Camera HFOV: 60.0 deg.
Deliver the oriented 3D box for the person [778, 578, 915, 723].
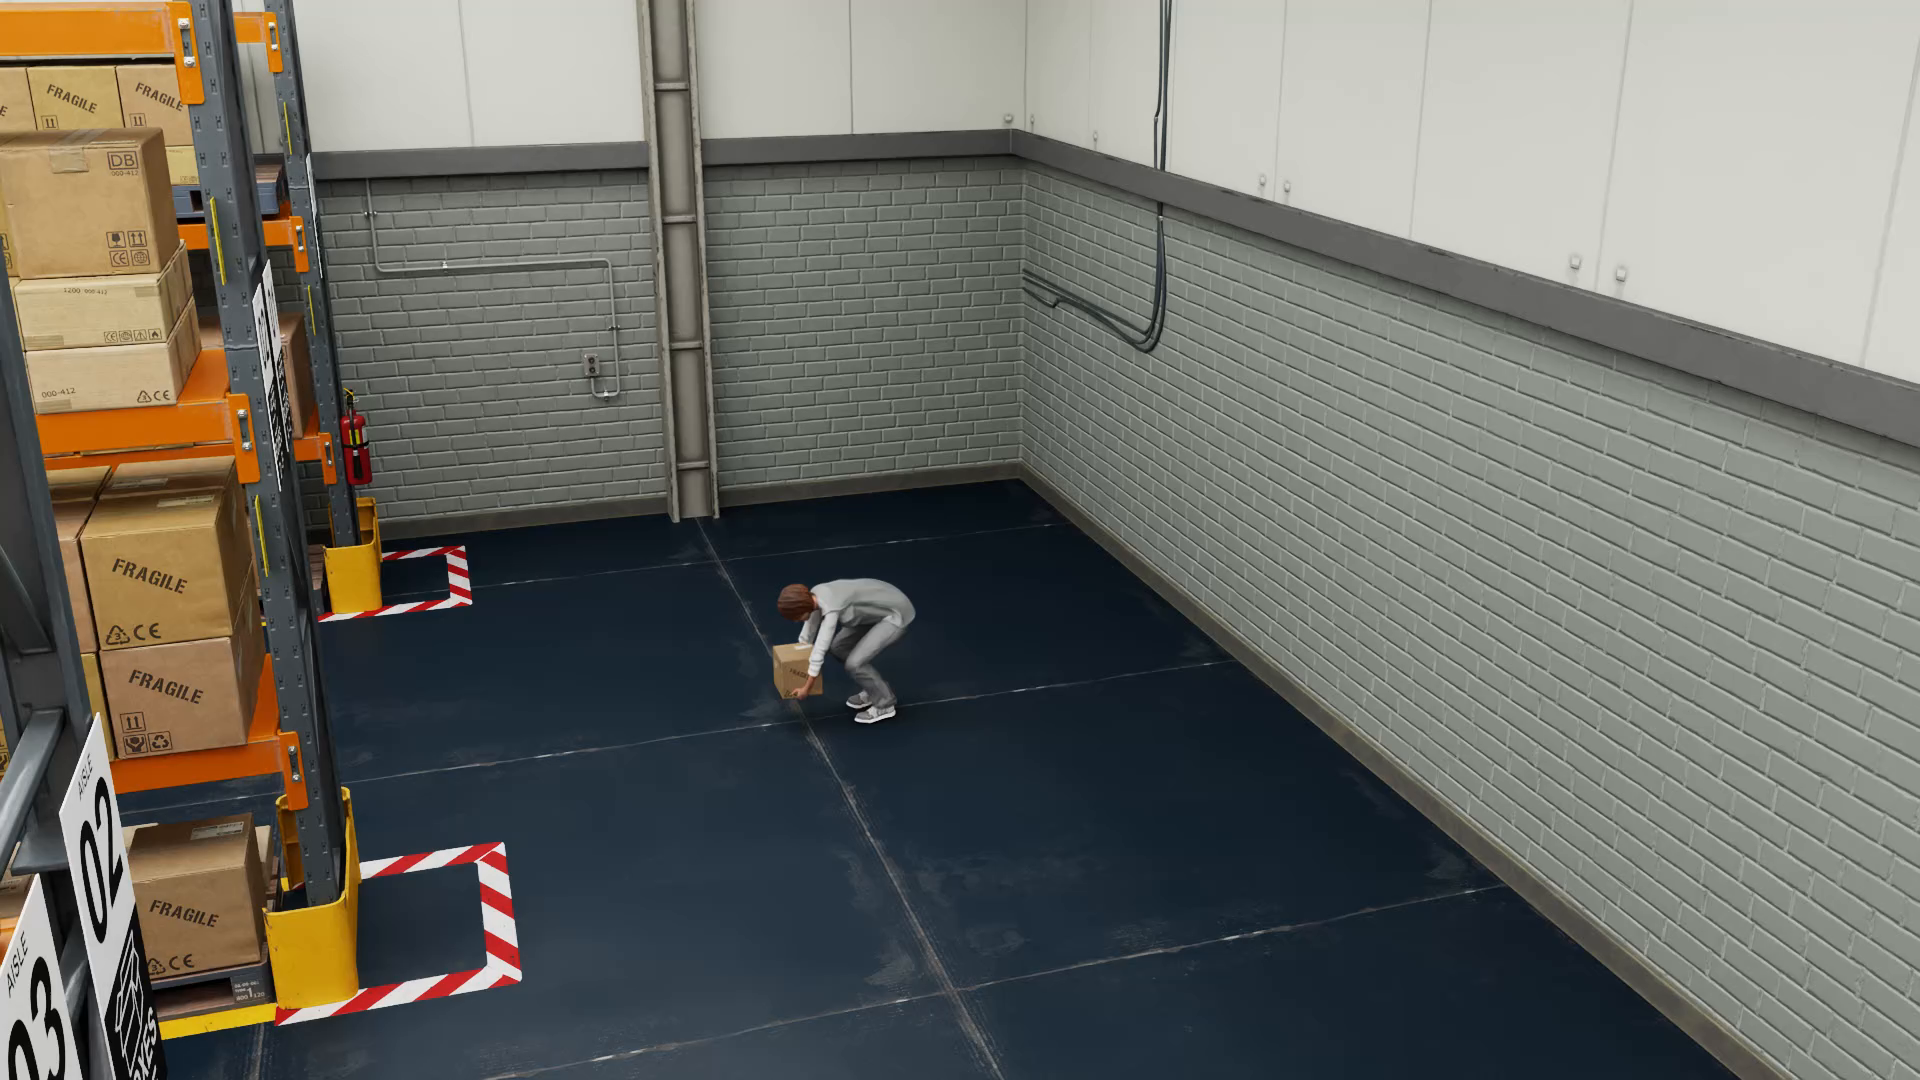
[{"bbox_3d":[-0.692,0.667,10.224,0.861,0.916,0.431,-7,21,-20],"label":"person"}]
